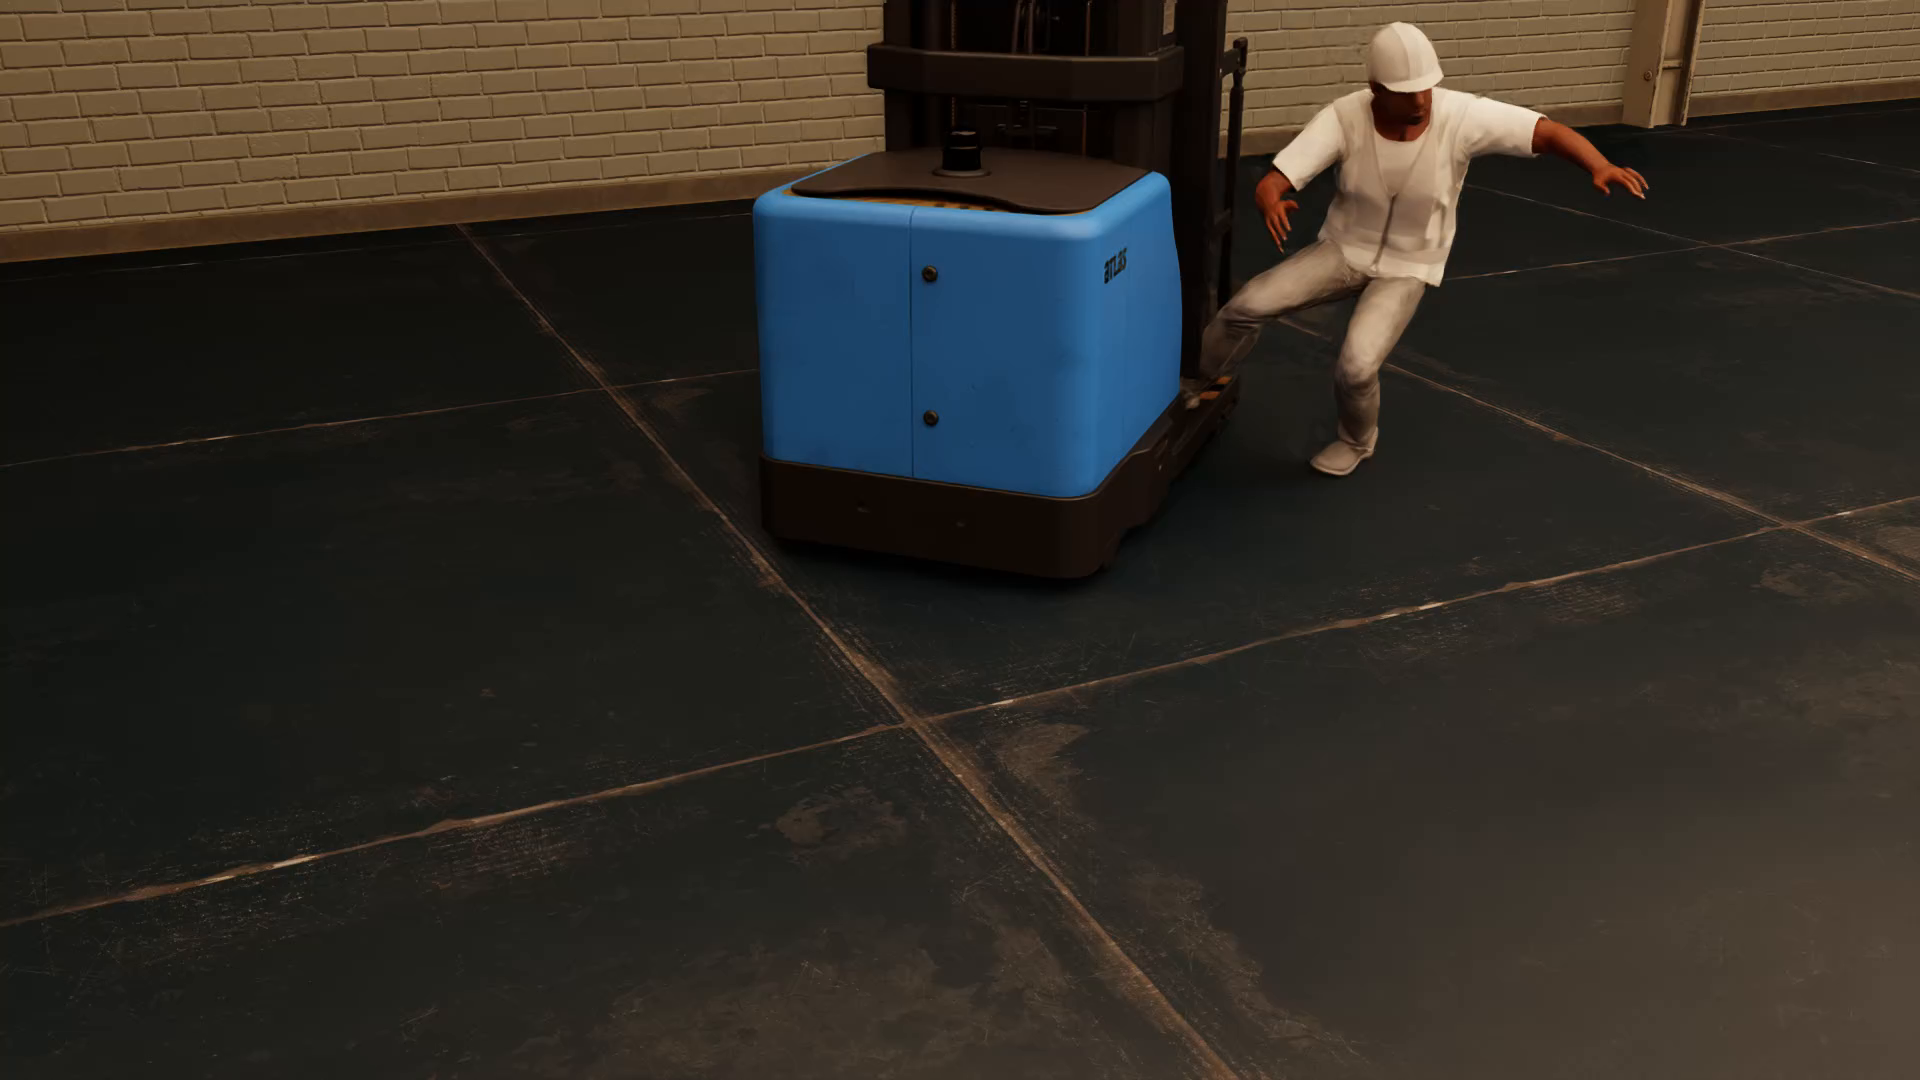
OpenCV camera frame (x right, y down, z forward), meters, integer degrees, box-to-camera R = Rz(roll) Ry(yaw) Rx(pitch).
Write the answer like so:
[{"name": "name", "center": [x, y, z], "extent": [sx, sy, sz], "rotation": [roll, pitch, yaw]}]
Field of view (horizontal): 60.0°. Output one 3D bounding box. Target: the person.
[{"name": "person", "center": [1.286, -0.883, 5.297], "extent": [1.583, 1.483, 0.797], "rotation": [8, 24, 18]}]

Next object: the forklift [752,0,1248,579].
[{"name": "forklift", "center": [0.402, -1.779, 5.568], "extent": [1.130, 2.935, 3.031], "rotation": [8, 24, 19]}]
